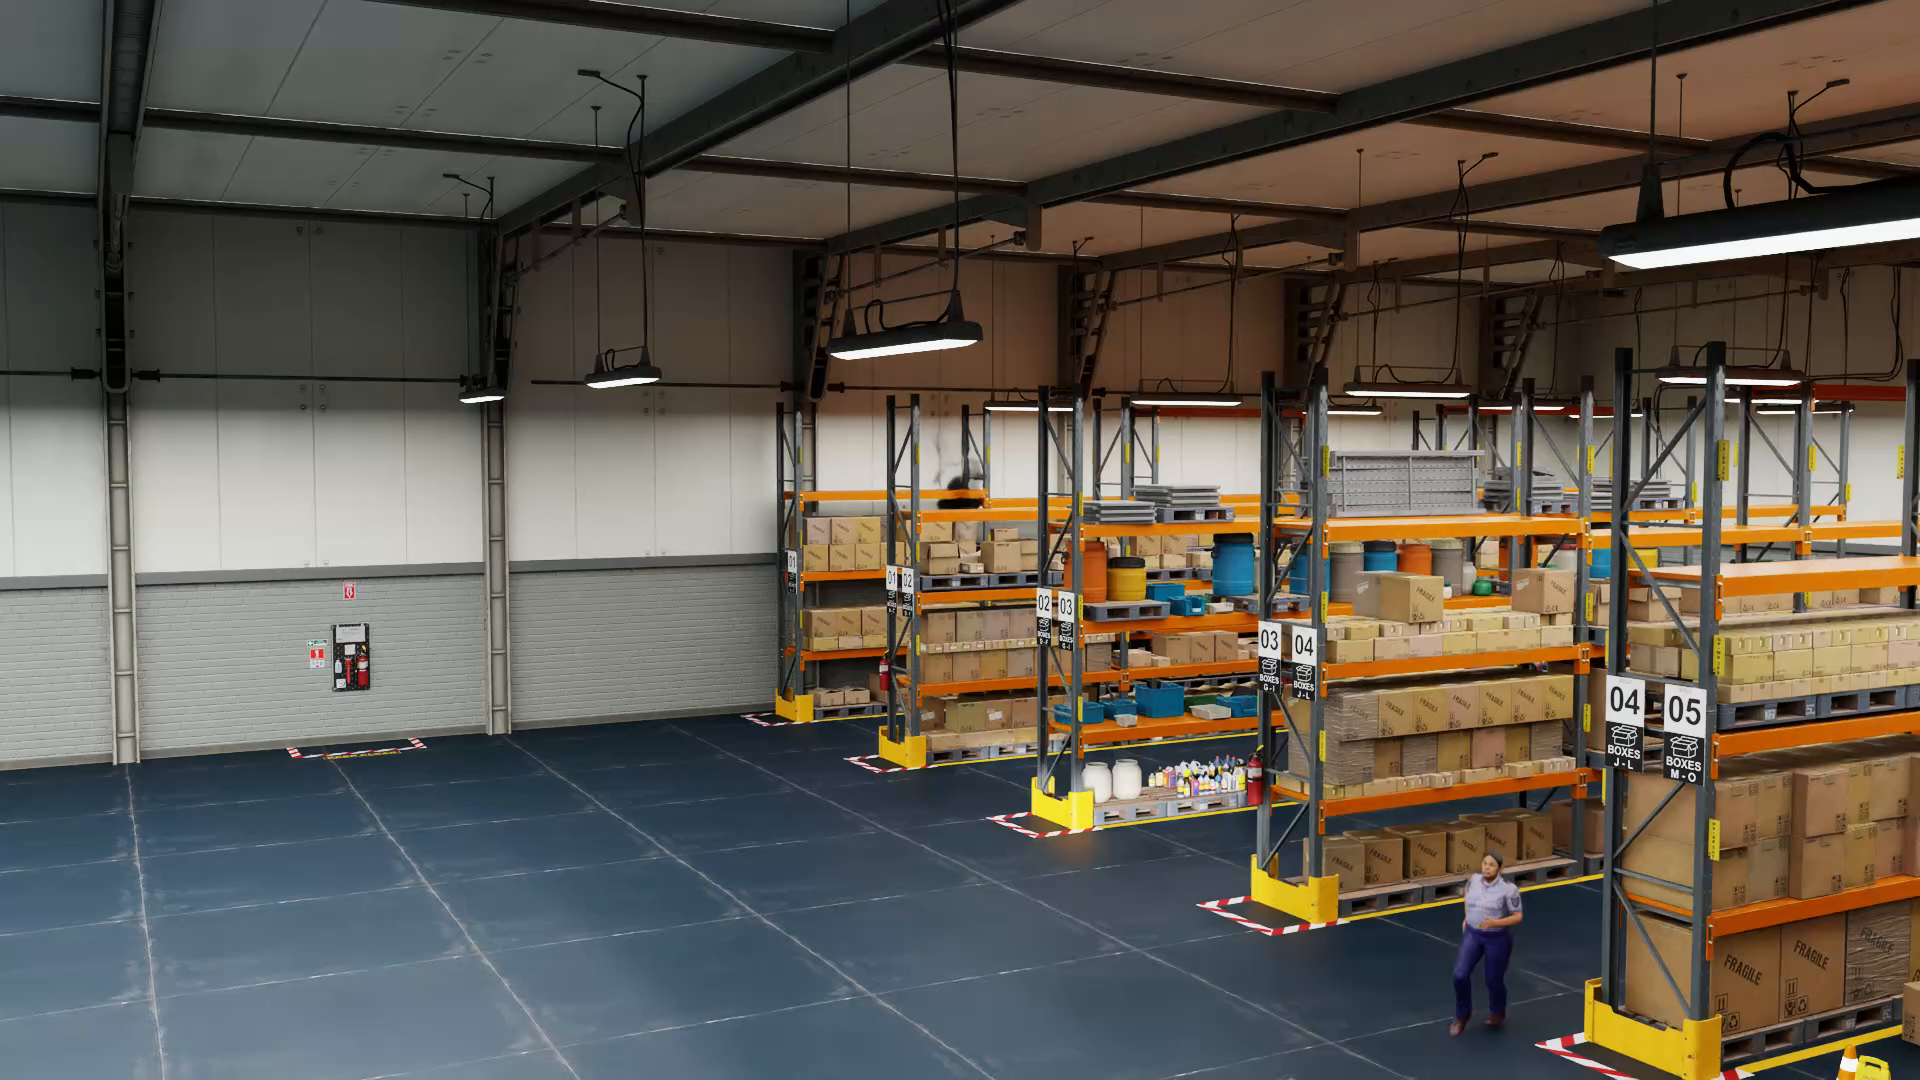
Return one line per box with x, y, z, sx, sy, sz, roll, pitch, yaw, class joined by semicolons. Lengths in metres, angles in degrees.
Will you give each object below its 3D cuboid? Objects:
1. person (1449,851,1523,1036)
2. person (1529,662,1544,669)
4.645;3.544;14.581;0.603;1.685;0.717;3;4;39;person
10.678;2.543;30.773;0.688;1.759;0.675;-3;4;-43;person
